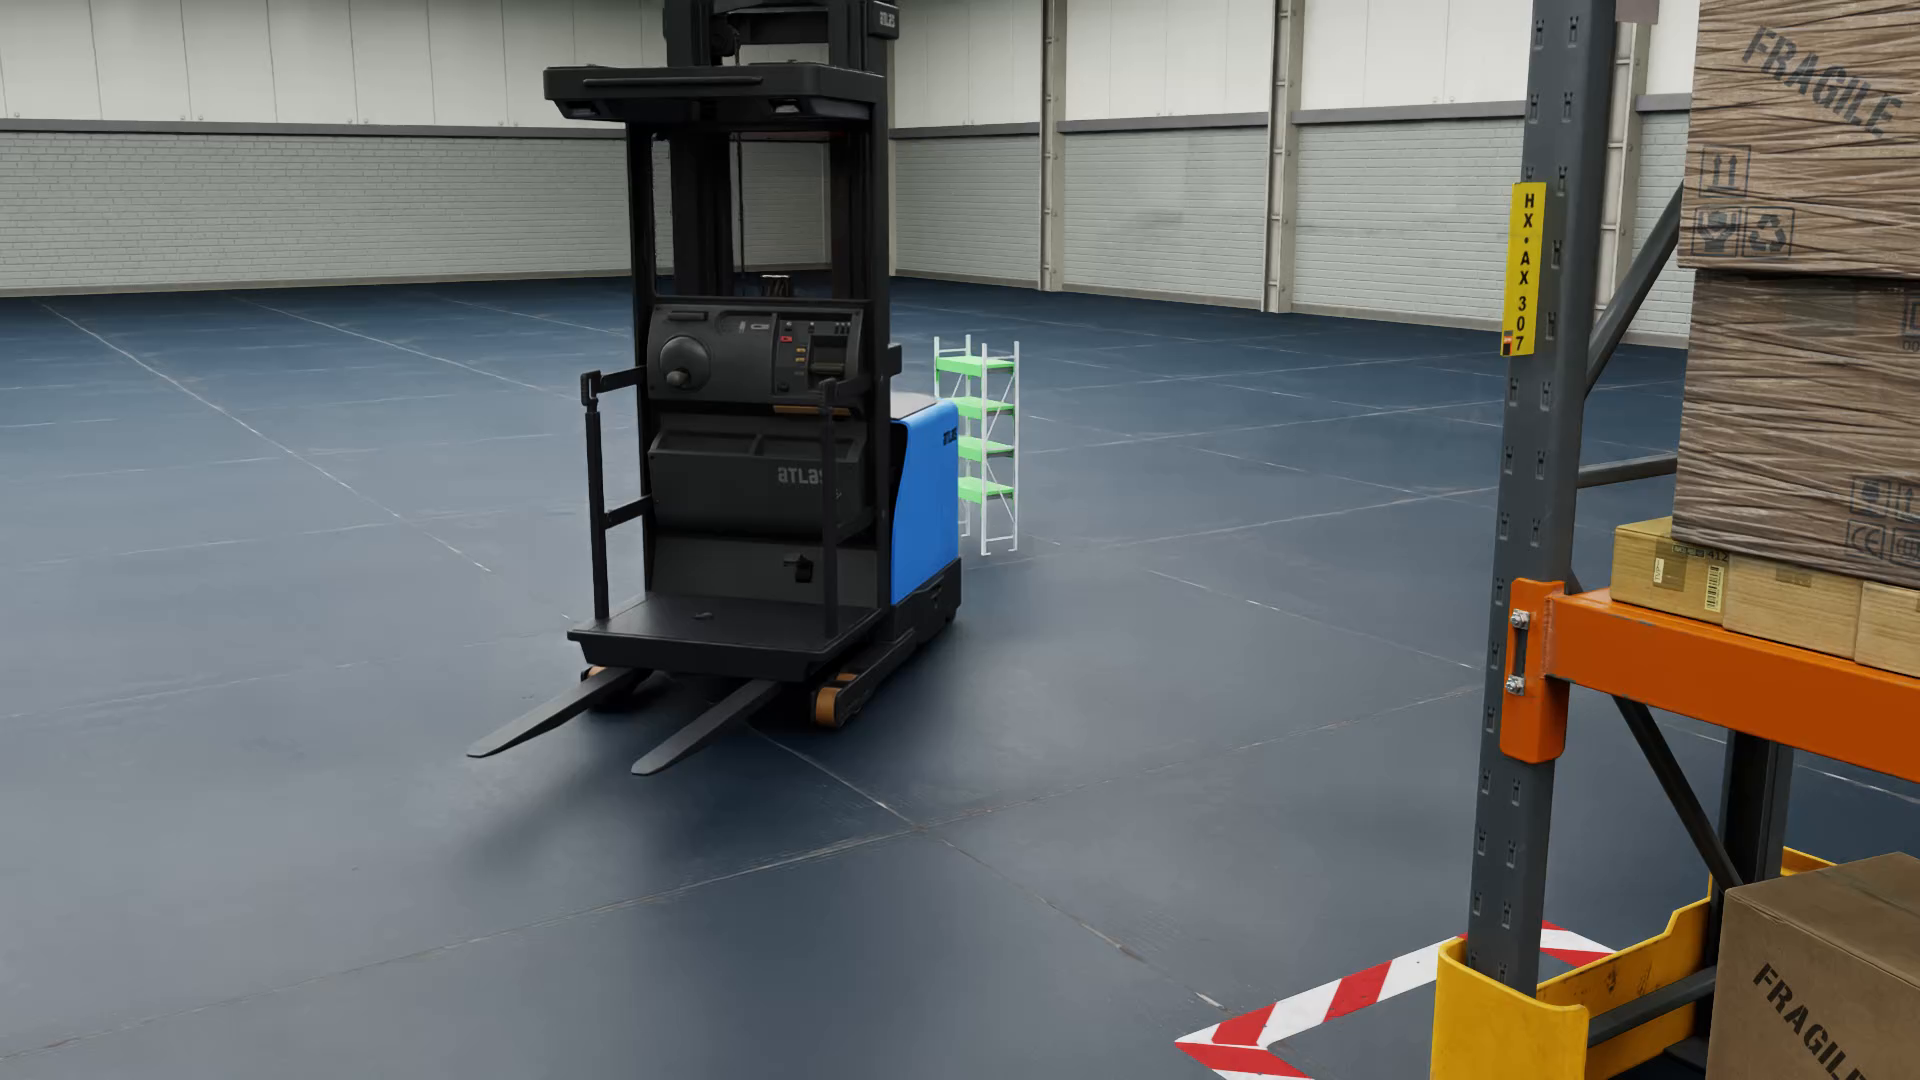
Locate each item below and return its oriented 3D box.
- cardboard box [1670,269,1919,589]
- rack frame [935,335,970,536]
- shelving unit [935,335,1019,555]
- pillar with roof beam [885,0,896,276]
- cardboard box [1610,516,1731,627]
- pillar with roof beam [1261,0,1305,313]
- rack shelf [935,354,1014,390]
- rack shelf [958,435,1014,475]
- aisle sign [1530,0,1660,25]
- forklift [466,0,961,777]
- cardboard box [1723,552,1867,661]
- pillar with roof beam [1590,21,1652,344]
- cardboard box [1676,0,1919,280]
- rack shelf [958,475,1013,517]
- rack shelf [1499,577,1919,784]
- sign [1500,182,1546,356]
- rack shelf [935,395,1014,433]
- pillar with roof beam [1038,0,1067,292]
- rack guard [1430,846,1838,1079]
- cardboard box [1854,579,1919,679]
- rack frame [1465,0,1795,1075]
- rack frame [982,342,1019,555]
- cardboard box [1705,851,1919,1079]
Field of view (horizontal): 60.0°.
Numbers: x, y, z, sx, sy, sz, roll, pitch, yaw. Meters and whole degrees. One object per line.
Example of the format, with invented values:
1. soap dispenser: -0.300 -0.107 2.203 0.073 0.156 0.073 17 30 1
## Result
1. cardboard box: 1.811 -0.250 3.055 0.875 0.500 0.500 -8 15 -33
2. rack frame: -0.043 -0.600 9.797 0.240 1.200 0.015 -8 15 -33
3. shelving unit: 0.092 -0.557 9.599 0.258 1.200 0.503 -8 15 -33
4. pillar with roof beam: -5.198 -9.651 32.929 9.100 9.000 0.400 -8 15 -33
5. cardboard box: 1.488 0.044 3.226 0.380 0.149 0.250 -8 15 -33
6. pillar with roof beam: 1.451 -7.517 23.170 9.100 9.000 0.400 -8 15 -33
7. rack shelf: 0.092 -0.963 9.510 0.258 0.148 0.480 -8 15 -33
8. rack shelf: 0.092 -0.494 9.613 0.258 0.148 0.480 -8 15 -33
9. aisle sign: 1.245 -1.403 3.170 0.394 0.787 0.004 -8 15 -33
10. forklift: -0.899 -0.788 6.602 1.130 2.935 3.031 4 13 16
11. cardboard box: 1.611 0.091 3.012 0.380 0.149 0.250 -8 15 -33
12. pillar with roof beam: 4.775 -6.449 18.290 9.100 9.000 0.400 -8 15 -33
13. cardboard box: 1.607 -0.710 2.816 0.500 0.500 0.500 -8 15 -33
14. rack shelf: 0.092 -0.260 9.664 0.258 0.148 0.480 -8 15 -33
15. rack shelf: 2.637 0.550 2.010 1.077 0.370 4.000 -8 15 -33
16. sign: 1.077 -0.516 3.174 0.100 0.325 0.005 -8 15 -33
17. rack shelf: 0.092 -0.729 9.561 0.258 0.148 0.480 -8 15 -33
18. pillar with roof beam: -1.873 -8.584 28.049 9.100 9.000 0.400 -8 15 -33
19. rack guard: 1.571 1.077 3.765 1.175 0.500 0.348 -8 15 -33
20. cardboard box: 1.737 0.137 2.801 0.380 0.149 0.250 -8 15 -33
21. rack frame: 1.529 -0.157 3.560 1.000 3.000 0.127 -8 15 -33
22. rack frame: 0.227 -0.513 9.401 0.240 1.200 0.015 -8 15 -33
23. cardboard box: 1.861 0.972 3.265 0.500 0.500 0.500 -5 13 -22
